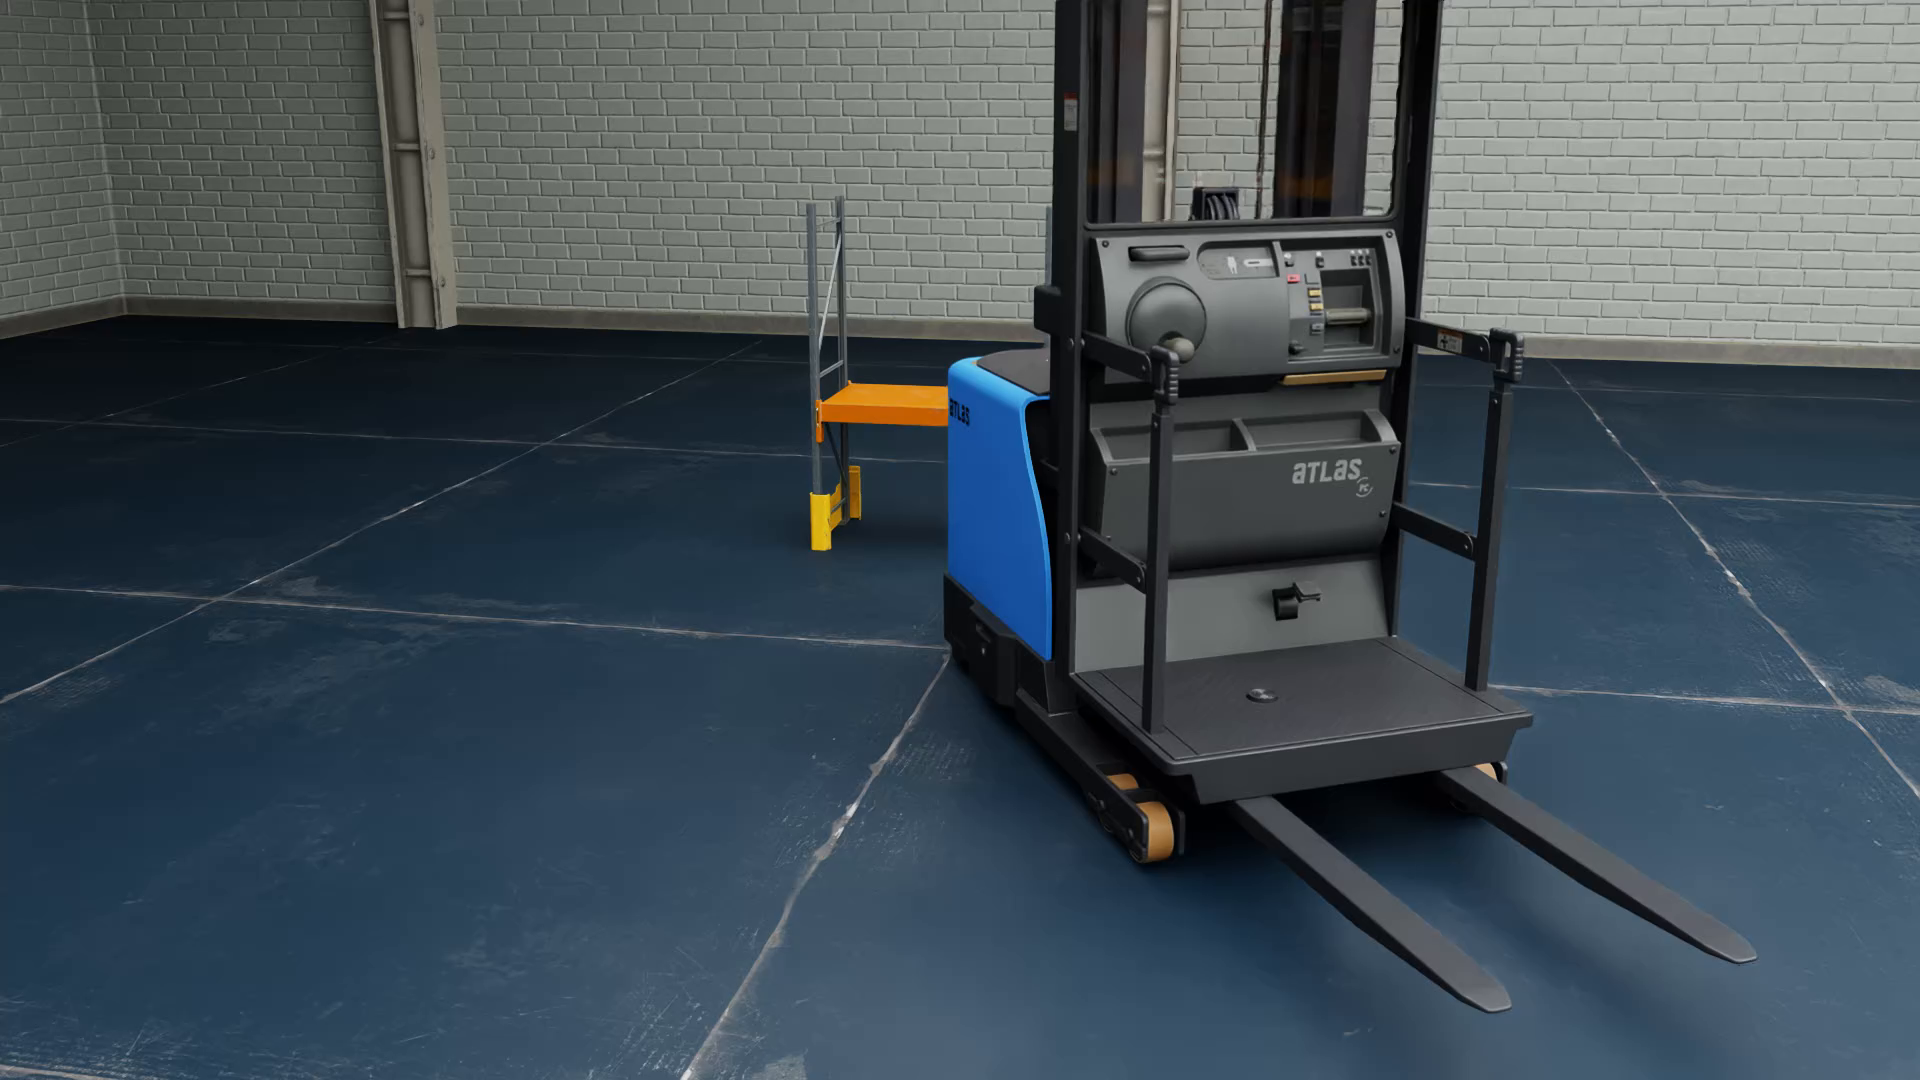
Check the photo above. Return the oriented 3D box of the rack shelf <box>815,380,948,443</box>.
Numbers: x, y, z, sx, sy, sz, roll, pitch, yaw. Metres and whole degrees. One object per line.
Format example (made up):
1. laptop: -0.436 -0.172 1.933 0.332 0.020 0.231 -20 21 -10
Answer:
1. rack shelf: -0.084 -0.554 7.356 1.000 0.185 0.538 3 16 11

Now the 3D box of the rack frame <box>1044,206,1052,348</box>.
1. rack frame: 0.415 -0.700 7.211 0.032 1.500 0.500 3 16 11

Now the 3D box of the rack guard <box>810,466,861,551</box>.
1. rack guard: -0.563 -0.151 7.569 0.087 0.250 0.587 3 16 11

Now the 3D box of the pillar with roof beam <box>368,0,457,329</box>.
1. pillar with roof beam: -5.329 -5.011 8.726 0.400 9.000 9.100 3 16 11

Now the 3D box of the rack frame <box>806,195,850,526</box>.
1. rack frame: -0.582 -0.754 7.406 0.032 1.500 0.500 3 16 11

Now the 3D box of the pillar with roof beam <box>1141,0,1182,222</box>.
1. pillar with roof beam: 0.551 -4.692 7.574 0.400 9.000 9.100 3 16 11

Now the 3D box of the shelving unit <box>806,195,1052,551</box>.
1. shelving unit: -0.075 -0.727 7.306 1.083 1.500 0.587 3 16 11

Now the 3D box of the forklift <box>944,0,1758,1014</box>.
1. forklift: 0.887 -0.676 4.443 1.130 2.935 3.031 -5 16 -18
